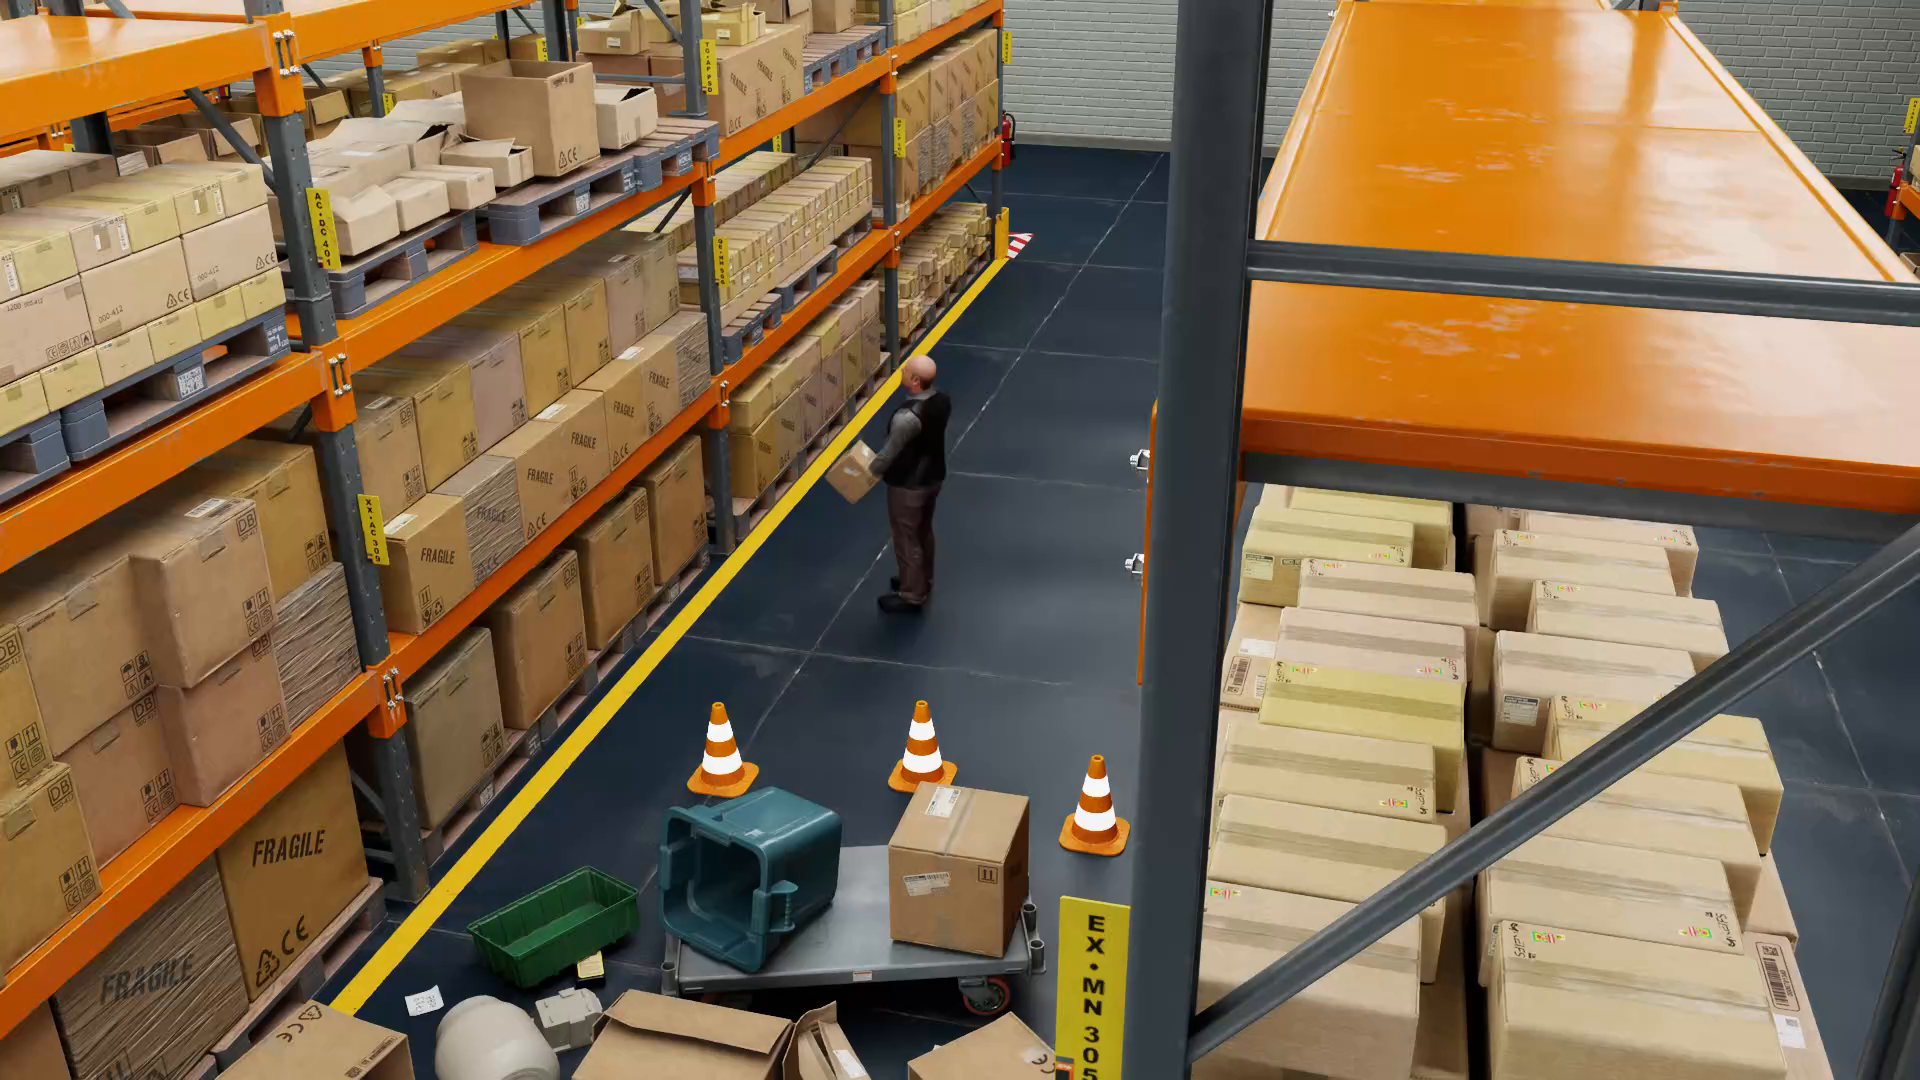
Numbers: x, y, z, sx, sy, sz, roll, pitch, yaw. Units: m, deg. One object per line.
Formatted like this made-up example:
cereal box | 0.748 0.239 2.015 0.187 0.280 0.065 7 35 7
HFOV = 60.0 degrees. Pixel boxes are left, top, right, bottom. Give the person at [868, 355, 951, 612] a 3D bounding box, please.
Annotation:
person | -0.344 -0.370 10.524 0.521 1.726 0.516 14 28 27
